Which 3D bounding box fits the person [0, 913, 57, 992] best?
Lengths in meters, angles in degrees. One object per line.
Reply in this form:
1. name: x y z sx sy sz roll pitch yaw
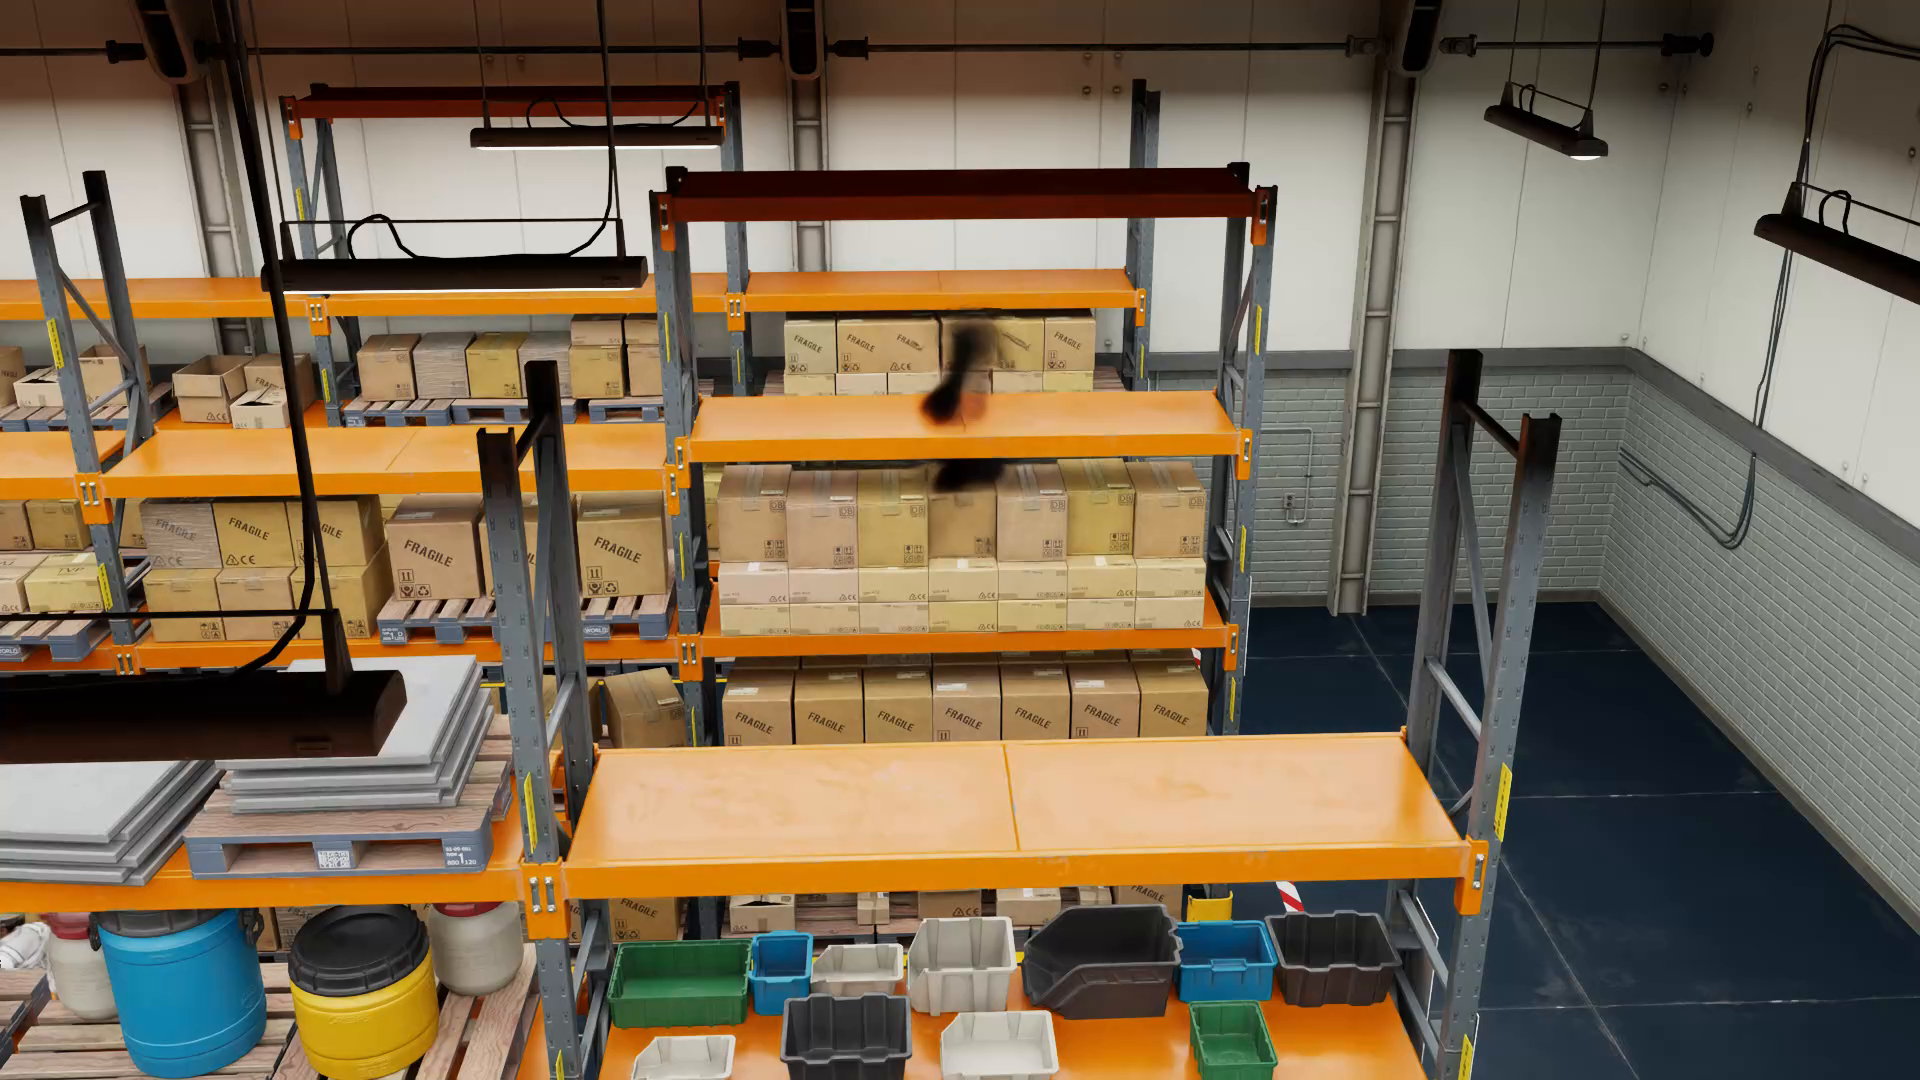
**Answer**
1. person: -6.272 3.138 11.244 0.747 1.614 0.594 -2 22 -5
